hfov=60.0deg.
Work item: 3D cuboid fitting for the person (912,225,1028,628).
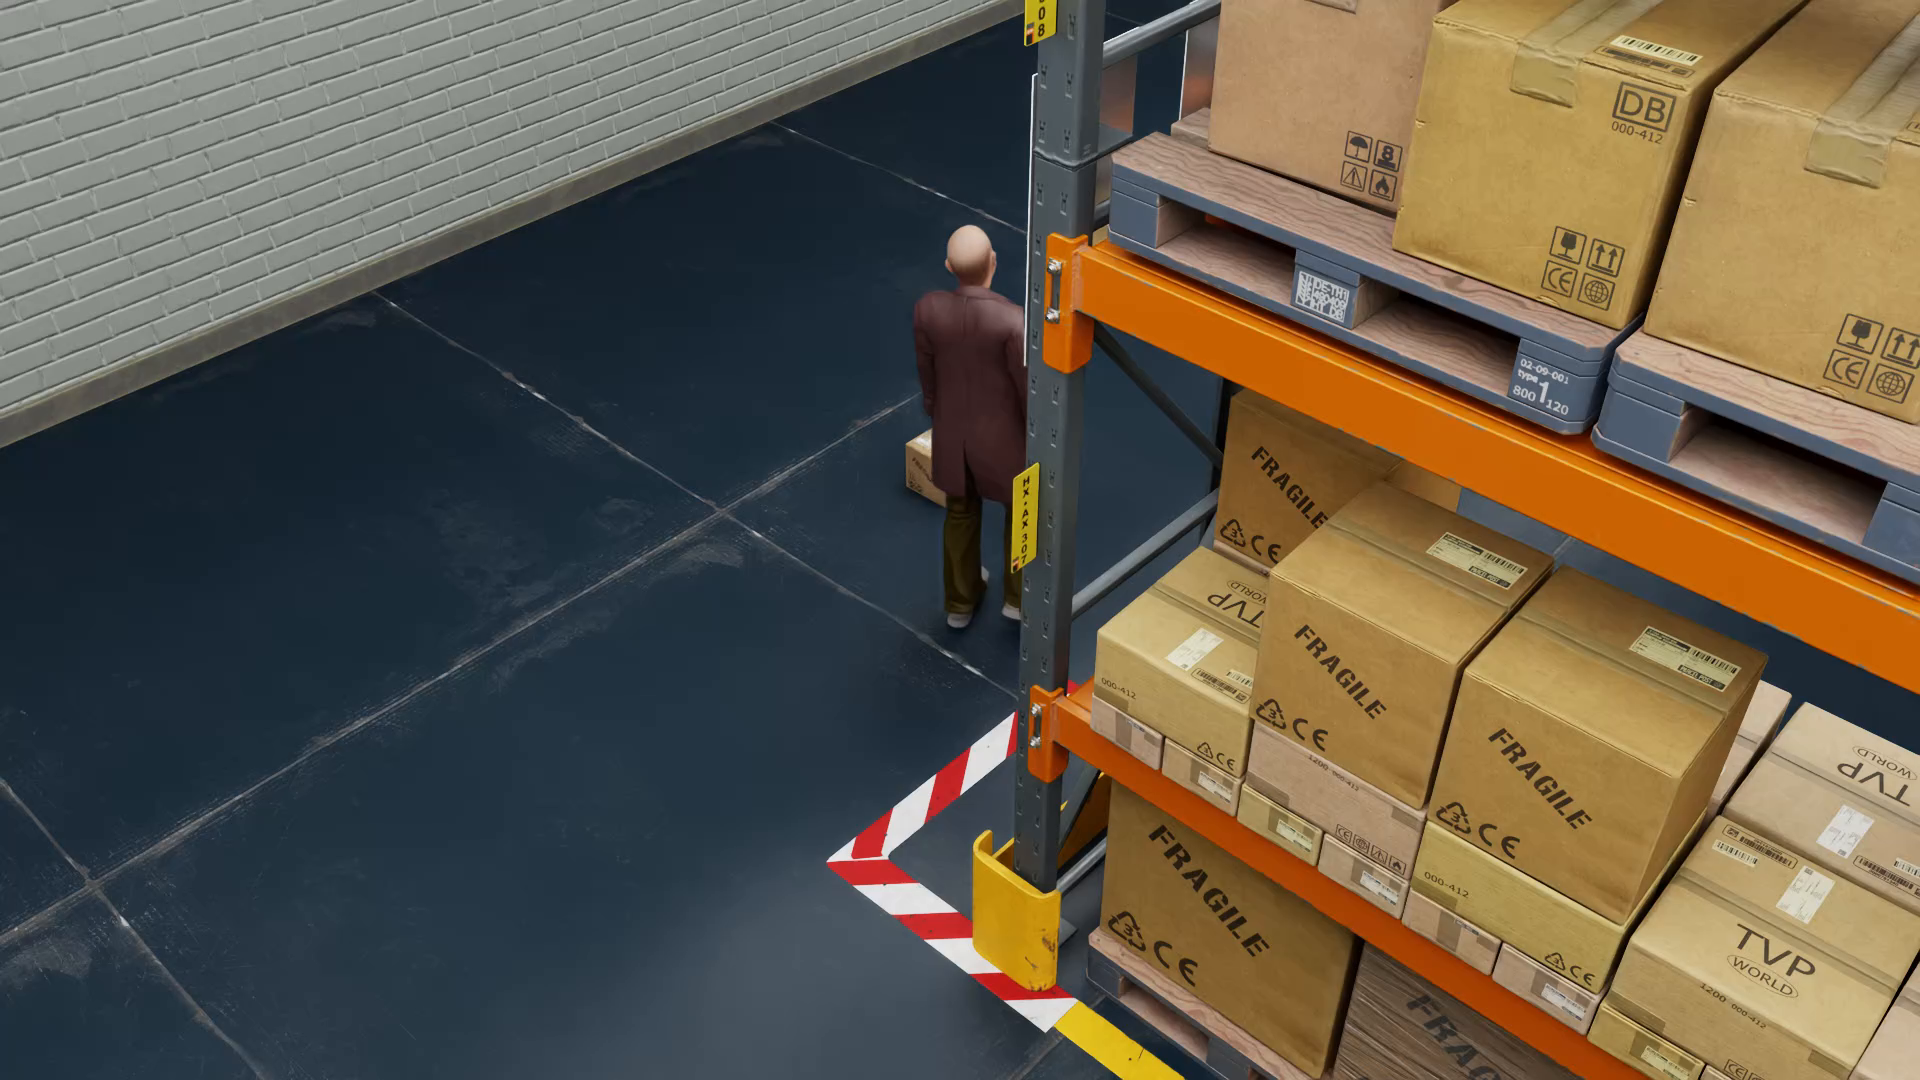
[{"bbox_3d":[0.113,-0.406,6.673,0.652,1.818,0.456,19,43,22],"label":"person"}]
